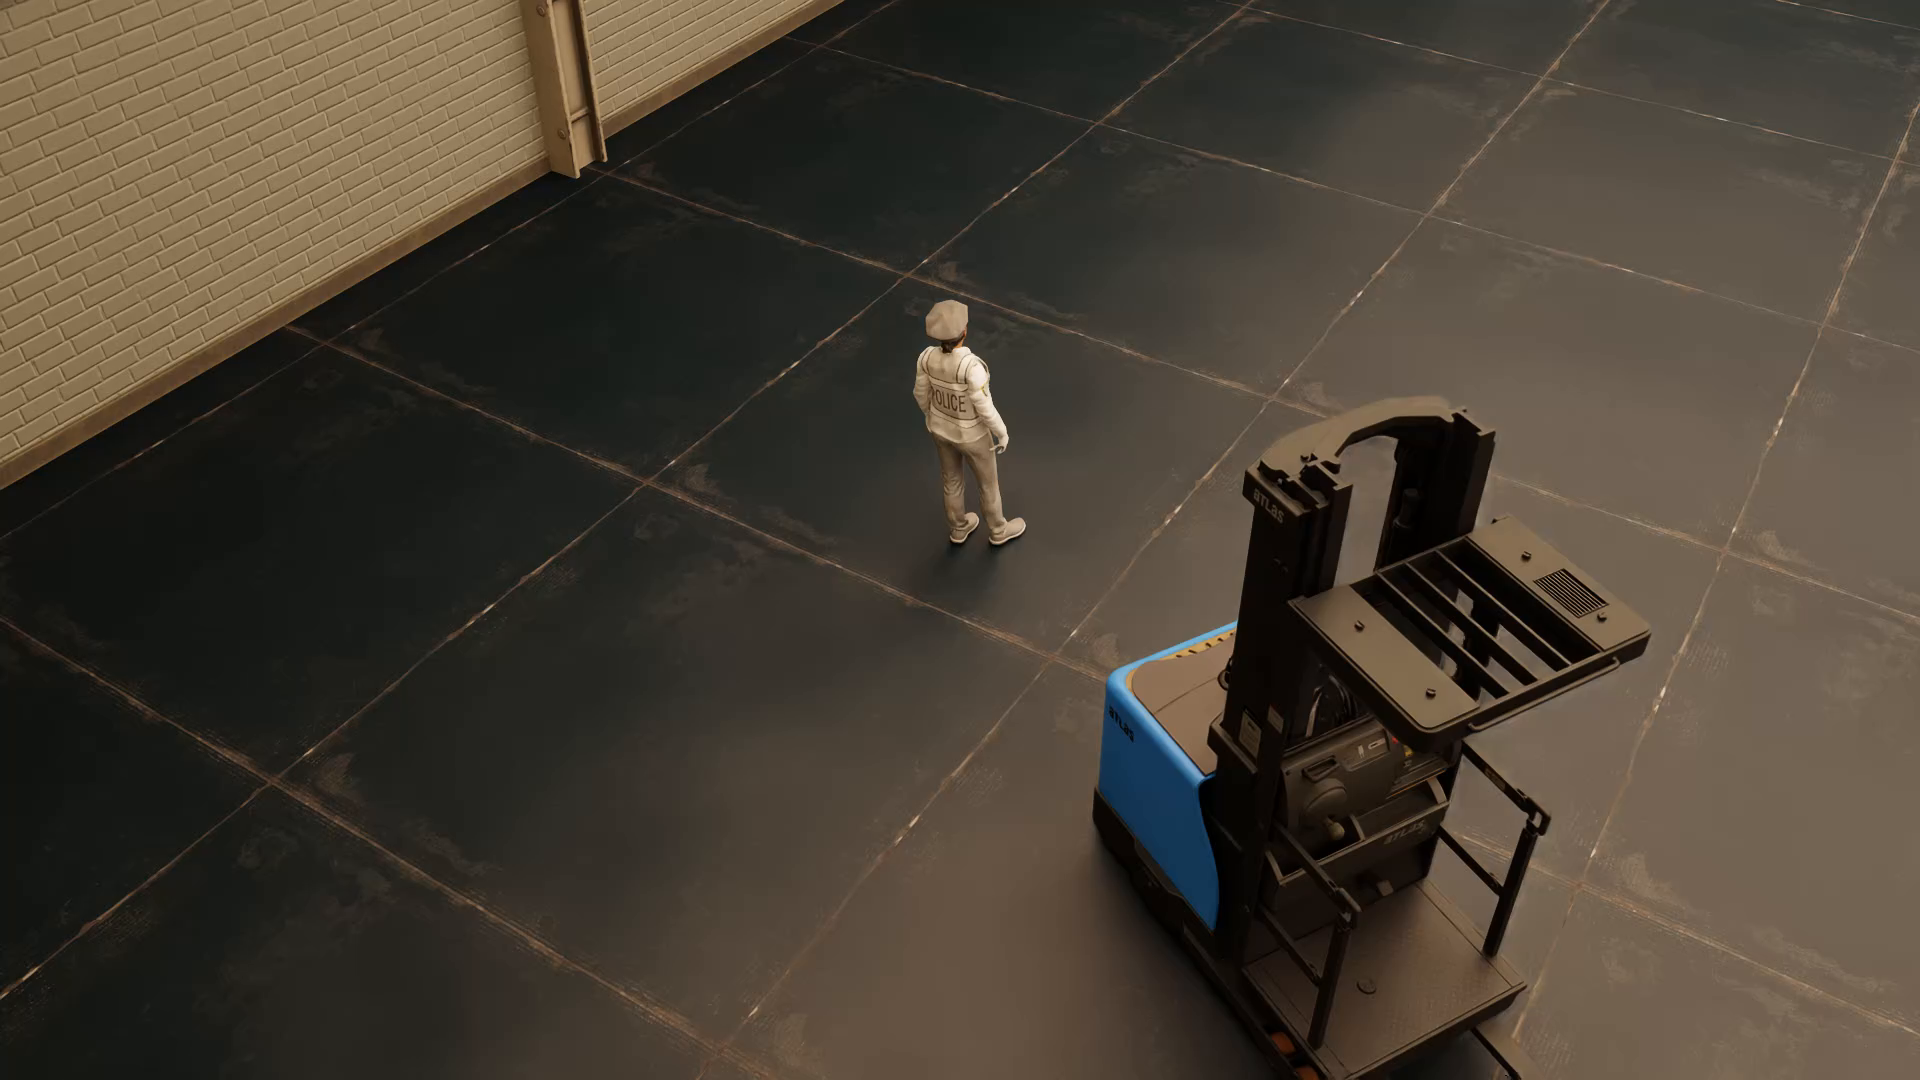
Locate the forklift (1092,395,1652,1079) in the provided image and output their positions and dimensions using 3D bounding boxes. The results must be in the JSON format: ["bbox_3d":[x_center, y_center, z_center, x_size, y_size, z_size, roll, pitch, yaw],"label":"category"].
[{"bbox_3d":[1.823,1.014,6.770,1.130,2.935,3.031,-19,44,-21],"label":"forklift"}]

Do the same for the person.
[{"bbox_3d":[0.043,-0.687,9.723,0.586,1.694,0.530,22,45,24],"label":"person"}]
